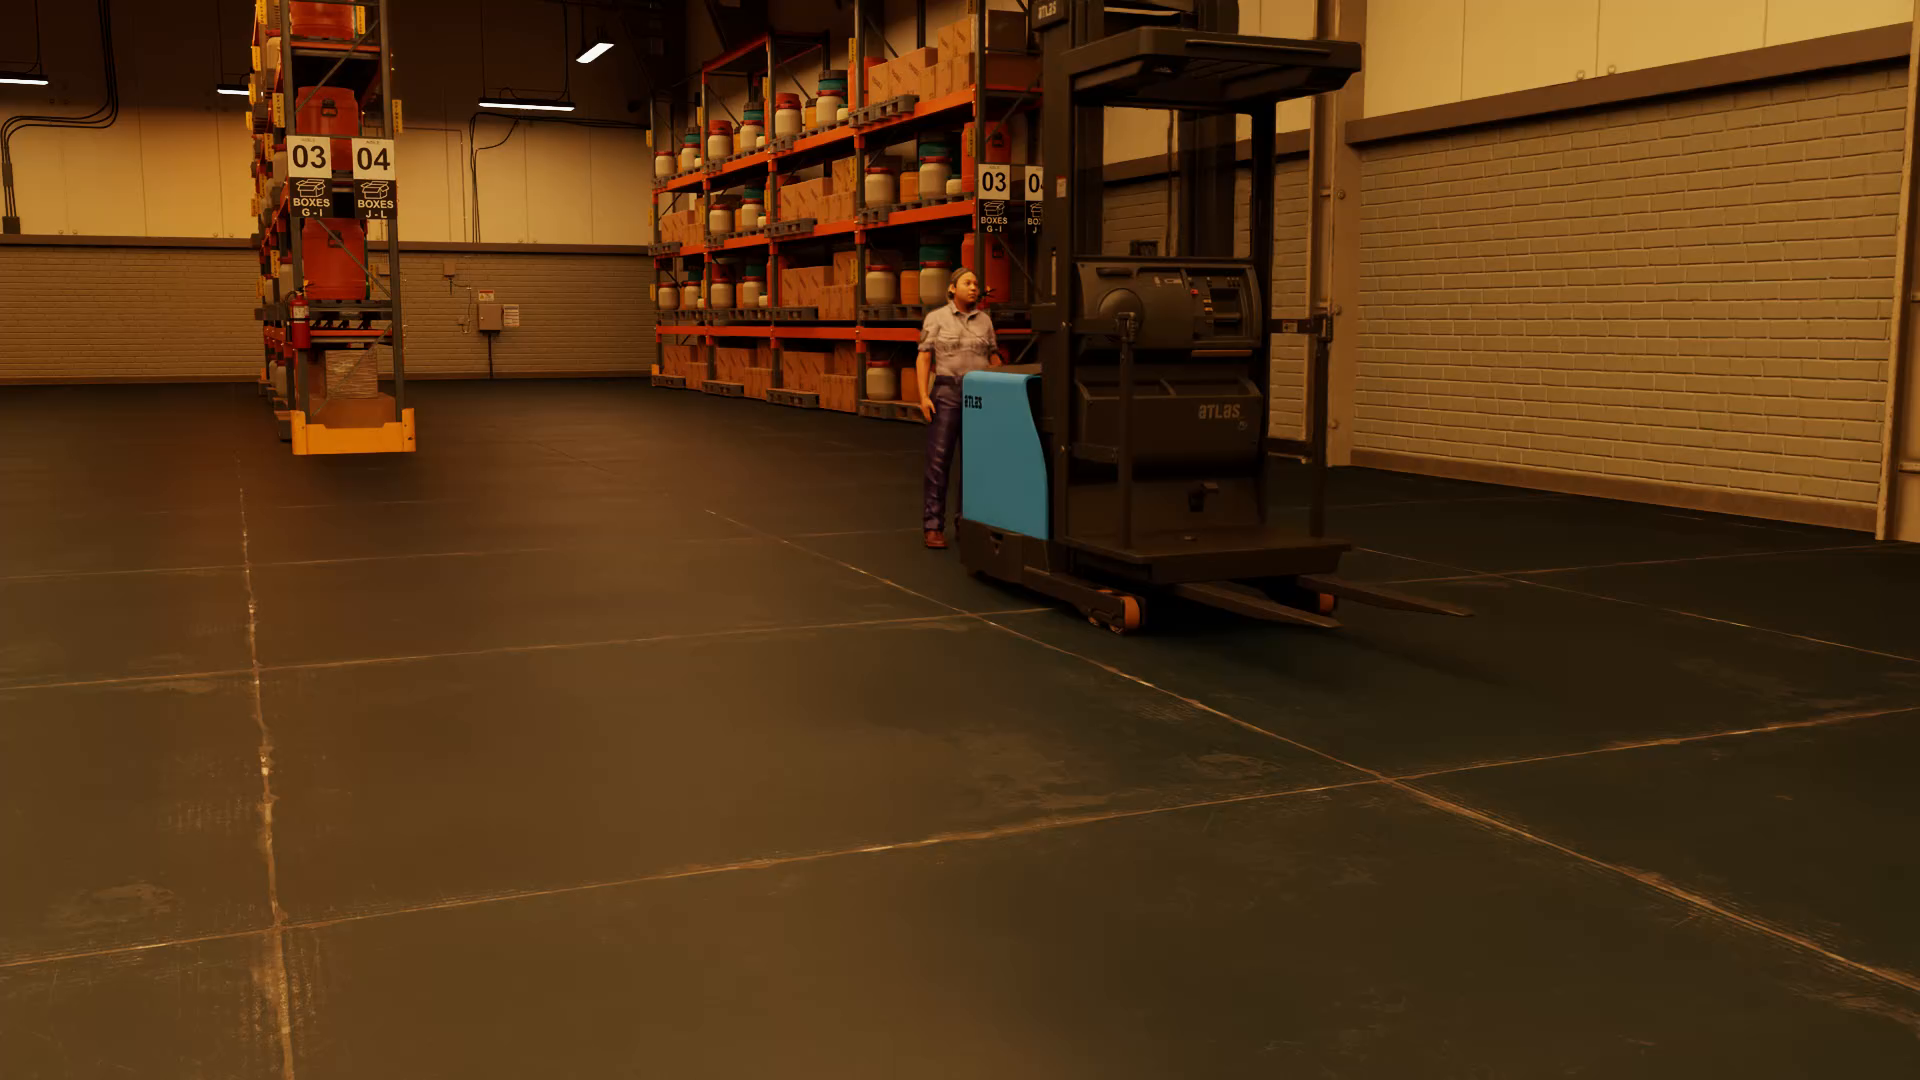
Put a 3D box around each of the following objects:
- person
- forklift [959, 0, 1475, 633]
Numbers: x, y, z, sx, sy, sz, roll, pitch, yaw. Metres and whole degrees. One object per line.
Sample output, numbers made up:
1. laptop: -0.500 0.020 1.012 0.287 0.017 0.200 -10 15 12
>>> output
1. person: 0.031 -0.801 9.946 0.609 1.652 0.503 -3 8 -22
2. forklift: 1.048 -1.115 7.397 1.130 2.935 3.031 -3 8 -23
